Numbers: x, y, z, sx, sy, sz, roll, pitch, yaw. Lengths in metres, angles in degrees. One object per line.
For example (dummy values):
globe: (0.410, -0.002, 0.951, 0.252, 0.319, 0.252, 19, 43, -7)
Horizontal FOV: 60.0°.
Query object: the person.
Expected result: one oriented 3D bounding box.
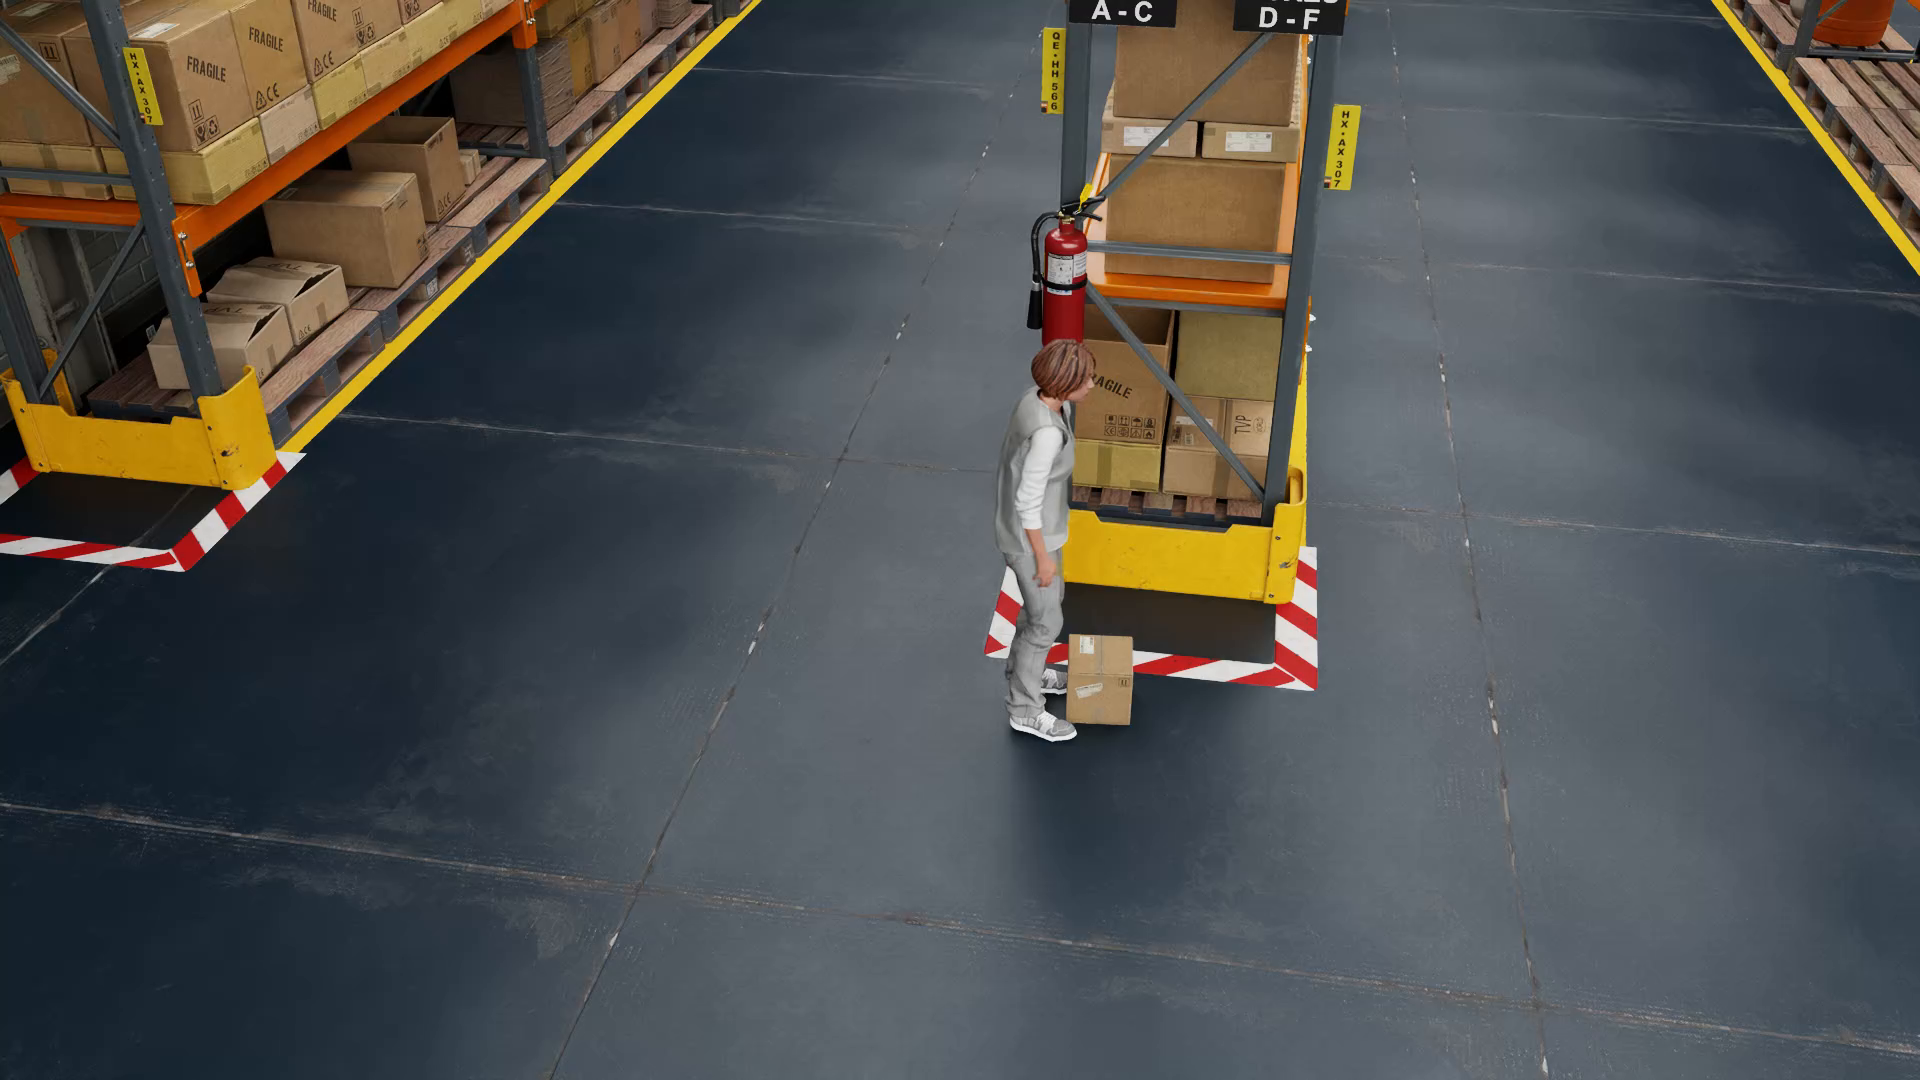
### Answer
person: (0.300, -0.015, 6.172, 0.347, 1.593, 0.461, 3, 33, 5)
